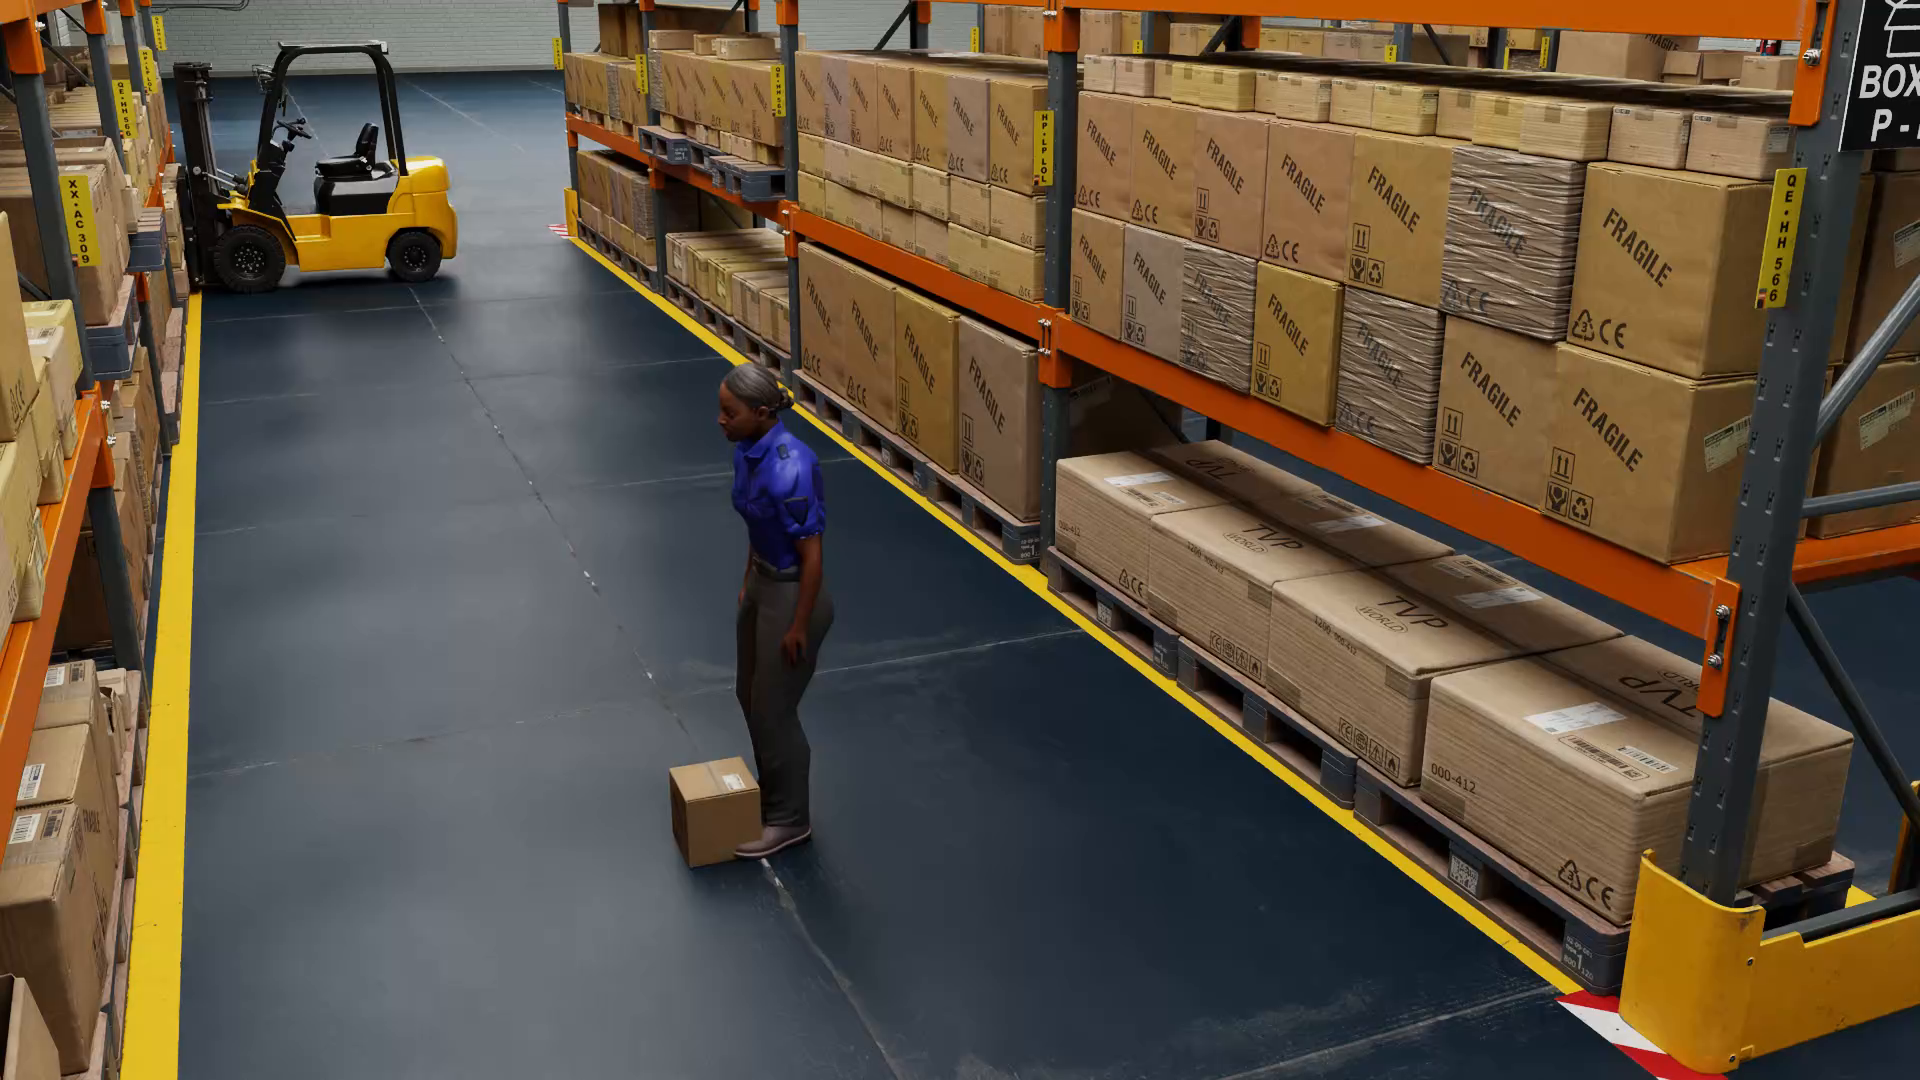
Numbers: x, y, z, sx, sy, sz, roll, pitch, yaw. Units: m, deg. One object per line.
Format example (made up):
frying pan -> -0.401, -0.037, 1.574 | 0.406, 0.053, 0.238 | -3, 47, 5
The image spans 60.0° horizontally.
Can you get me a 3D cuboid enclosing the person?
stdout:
person -> -0.633, 0.217, 5.443 | 0.402, 1.653, 0.517 | -9, 21, -24
